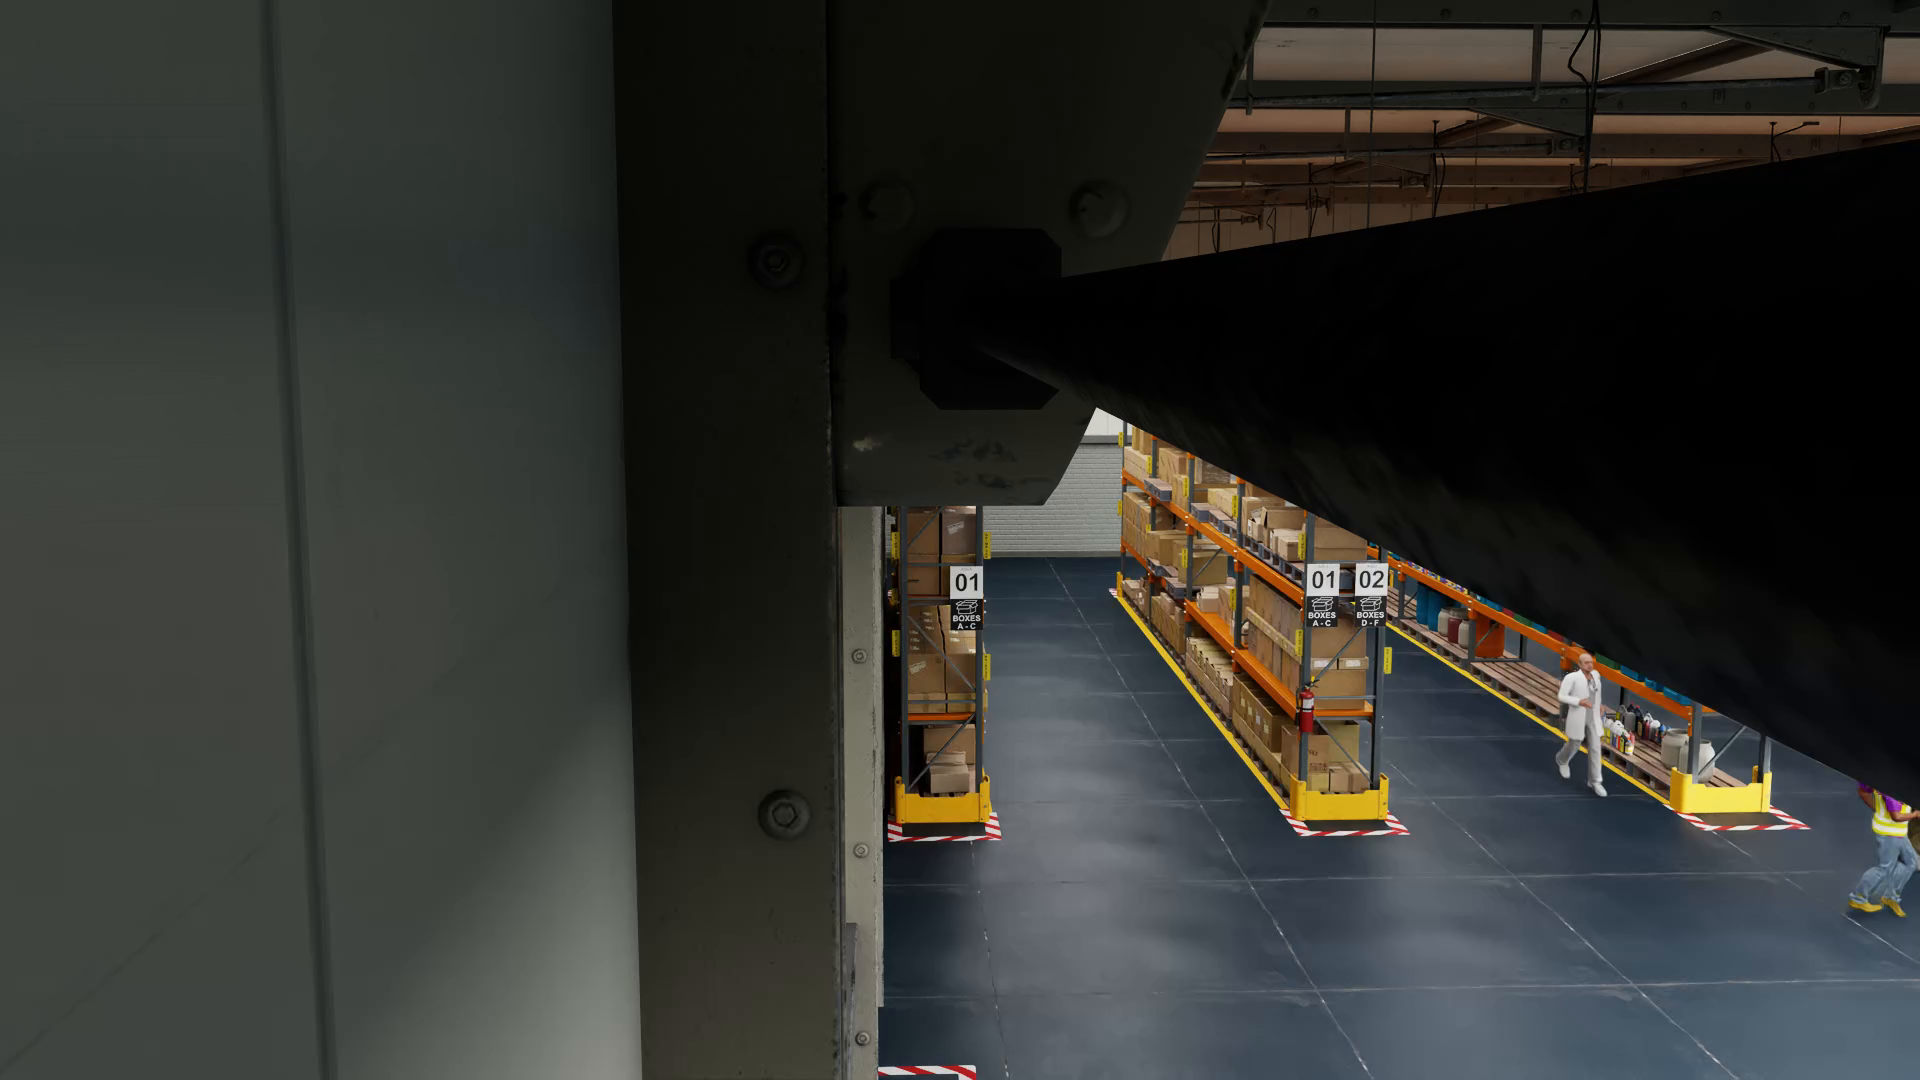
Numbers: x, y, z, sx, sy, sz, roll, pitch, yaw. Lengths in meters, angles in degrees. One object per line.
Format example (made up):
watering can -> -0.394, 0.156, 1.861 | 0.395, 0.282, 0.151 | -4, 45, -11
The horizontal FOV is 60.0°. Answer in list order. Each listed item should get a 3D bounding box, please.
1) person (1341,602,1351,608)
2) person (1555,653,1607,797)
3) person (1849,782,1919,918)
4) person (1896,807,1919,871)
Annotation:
person -> 6.762, 1.288, 29.835 | 0.638, 1.725, 0.576 | -1, 8, -7
person -> 8.170, 2.373, 21.856 | 0.711, 1.777, 1.057 | -1, 8, -7
person -> 9.653, 3.056, 17.228 | 0.706, 1.812, 0.673 | 4, 9, 24
person -> 10.863, 2.875, 18.659 | 0.711, 1.638, 0.694 | 4, 9, 27
